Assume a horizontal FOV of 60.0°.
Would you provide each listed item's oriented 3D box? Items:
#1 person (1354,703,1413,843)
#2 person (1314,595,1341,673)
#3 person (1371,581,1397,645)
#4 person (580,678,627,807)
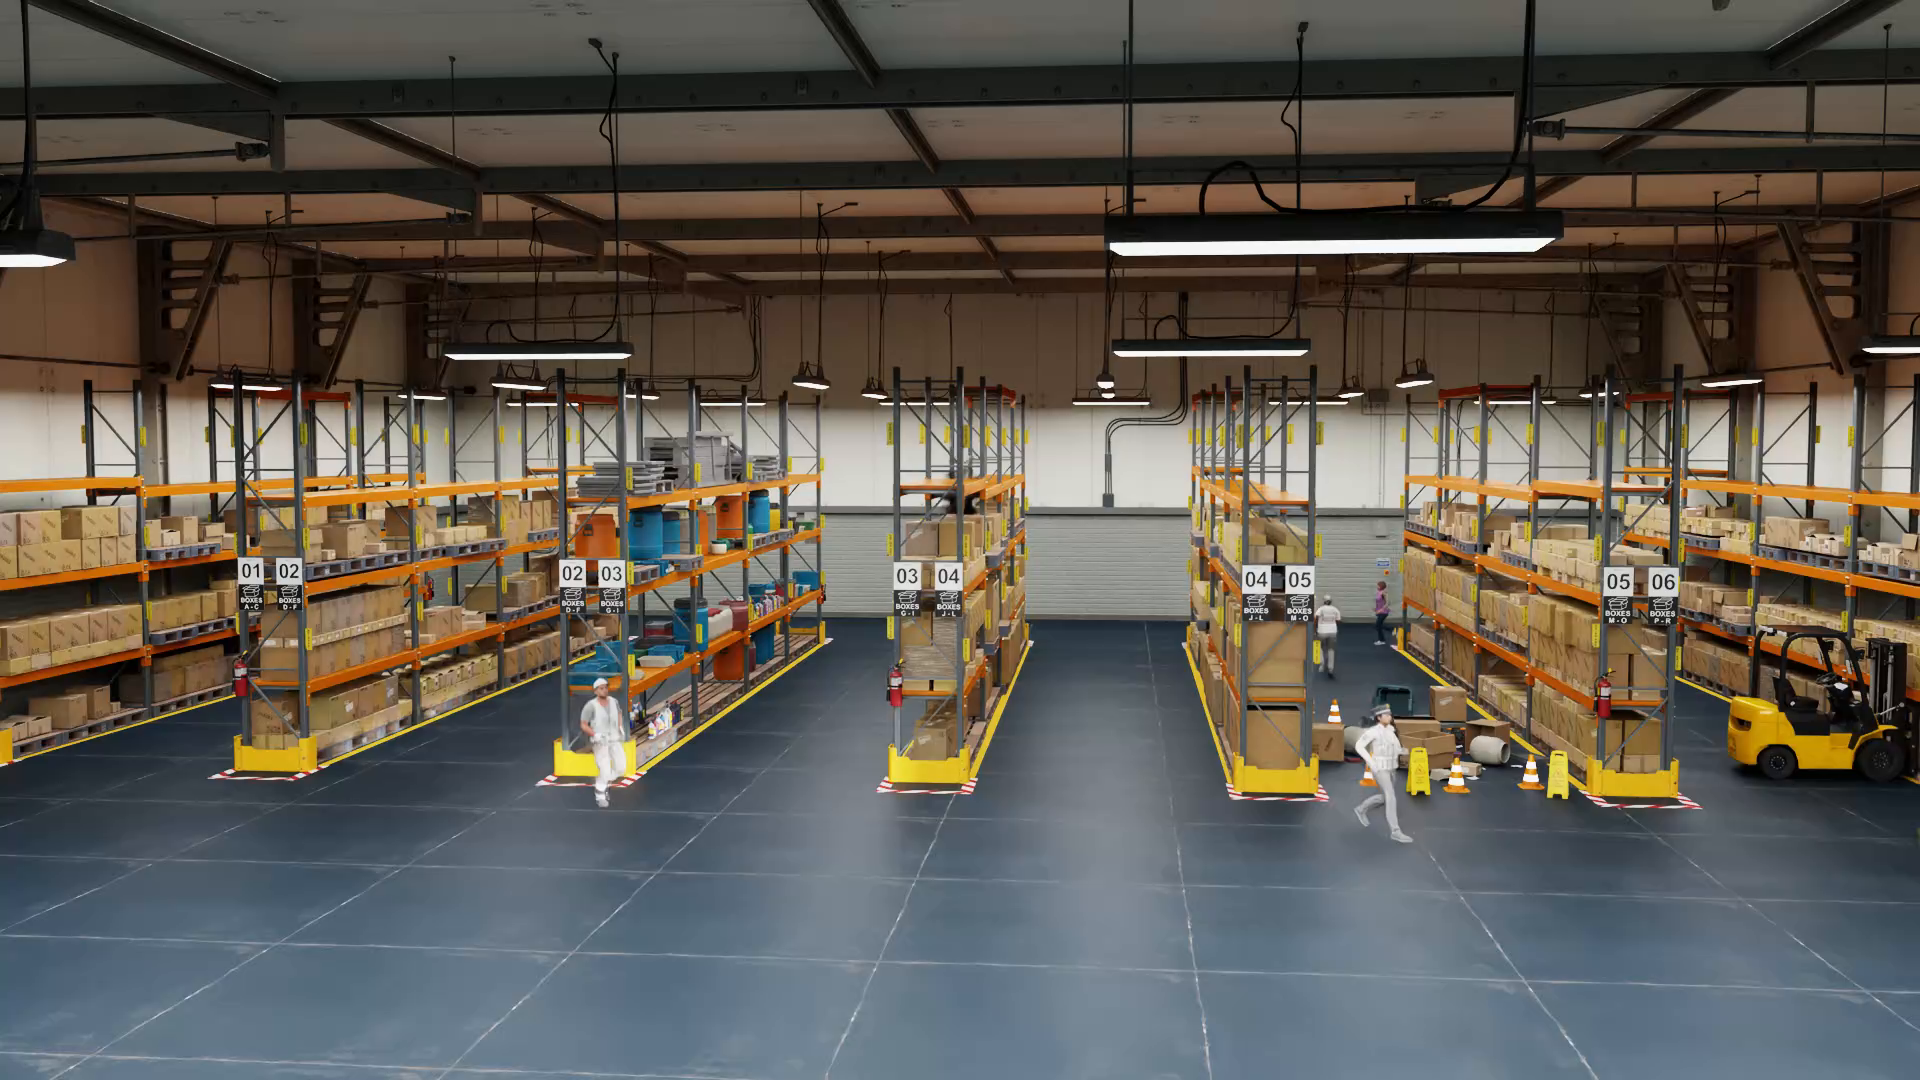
[{"bbox_3d":[5.270,2.858,20.678,0.619,1.673,0.890,-3,5,-40],"label":"person"},{"bbox_3d":[7.750,2.002,35.257,0.626,1.653,0.637,0,4,2],"label":"person"},{"bbox_3d":[10.252,1.750,40.012,0.598,1.554,0.522,0,4,-3],"label":"person"},{"bbox_3d":[-4.776,2.735,22.463,0.668,1.743,0.526,-3,5,-43],"label":"person"}]
